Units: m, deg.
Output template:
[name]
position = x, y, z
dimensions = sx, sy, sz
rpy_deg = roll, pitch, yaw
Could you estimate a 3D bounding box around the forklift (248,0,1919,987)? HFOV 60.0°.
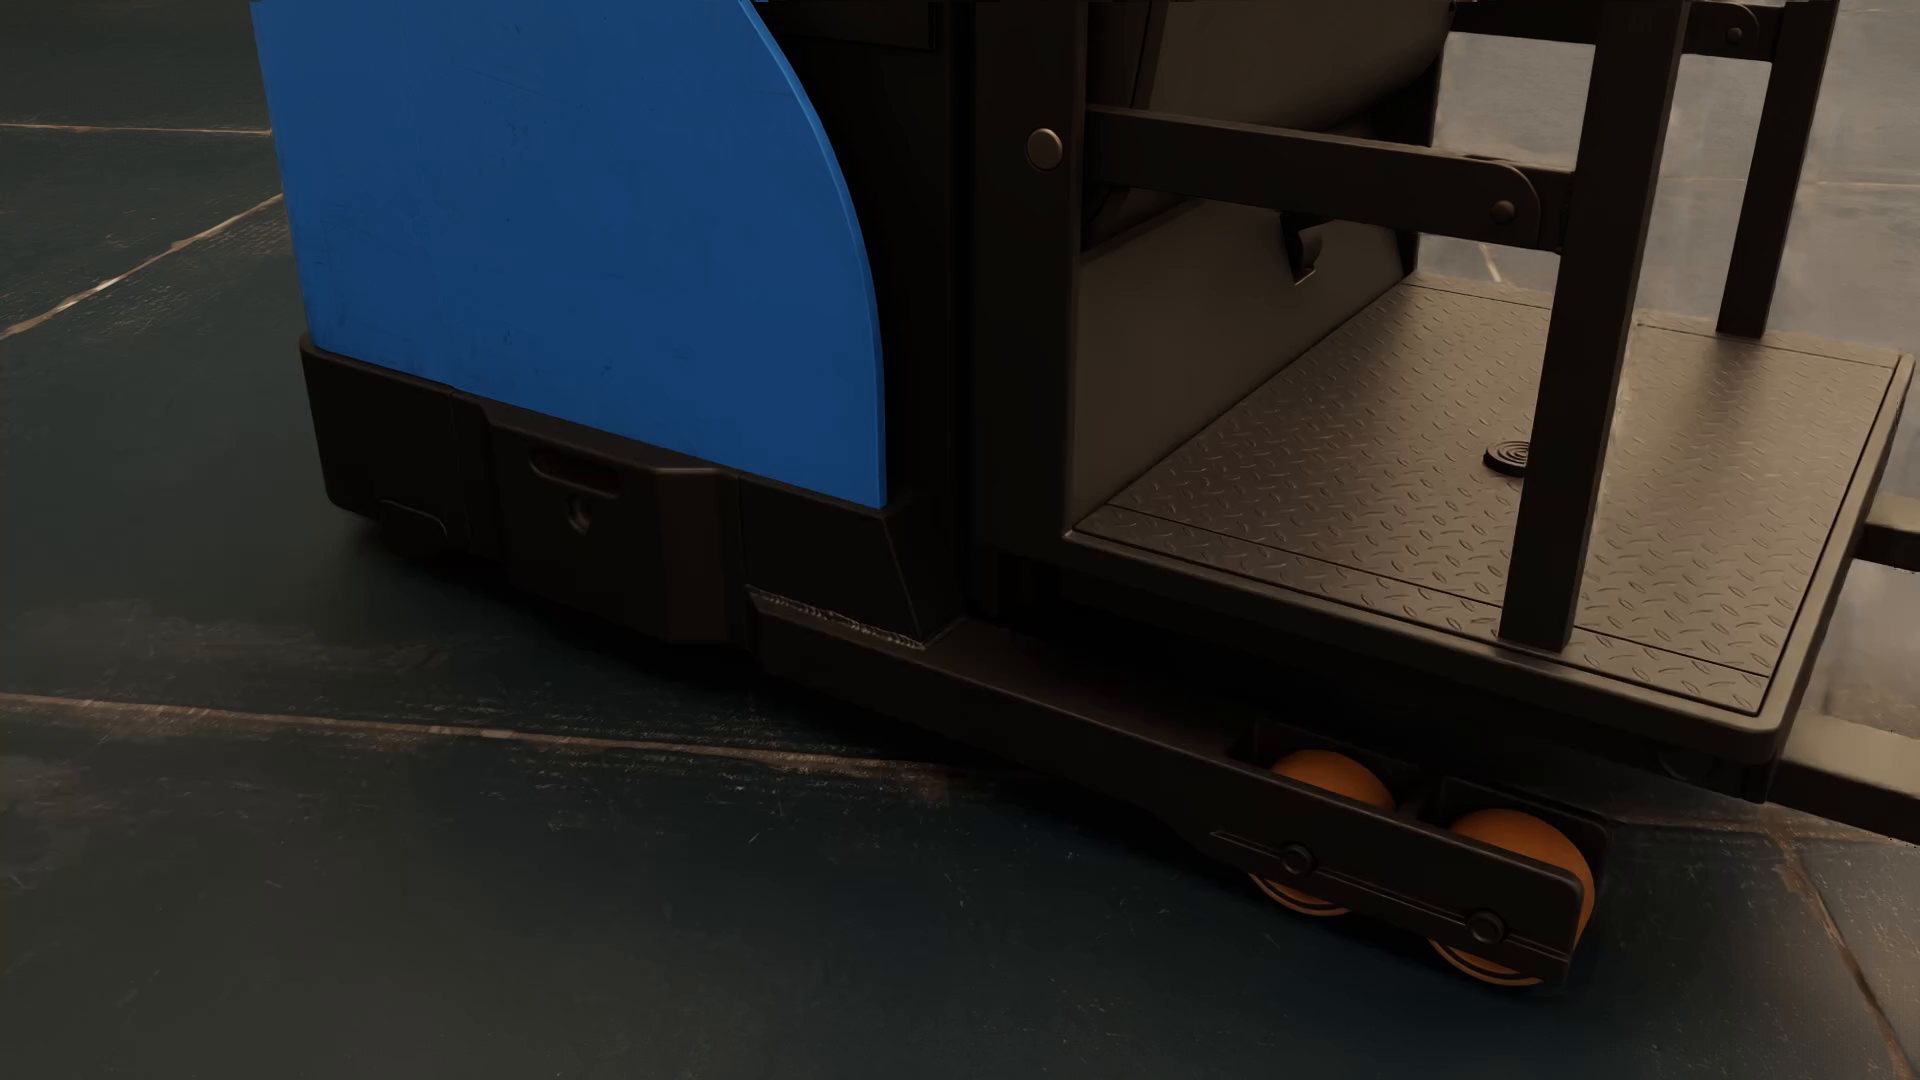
[forklift]
position = 0.567, -1.148, 1.518
dimensions = 3.031, 2.935, 1.130
rpy_deg = 16, 31, 29
